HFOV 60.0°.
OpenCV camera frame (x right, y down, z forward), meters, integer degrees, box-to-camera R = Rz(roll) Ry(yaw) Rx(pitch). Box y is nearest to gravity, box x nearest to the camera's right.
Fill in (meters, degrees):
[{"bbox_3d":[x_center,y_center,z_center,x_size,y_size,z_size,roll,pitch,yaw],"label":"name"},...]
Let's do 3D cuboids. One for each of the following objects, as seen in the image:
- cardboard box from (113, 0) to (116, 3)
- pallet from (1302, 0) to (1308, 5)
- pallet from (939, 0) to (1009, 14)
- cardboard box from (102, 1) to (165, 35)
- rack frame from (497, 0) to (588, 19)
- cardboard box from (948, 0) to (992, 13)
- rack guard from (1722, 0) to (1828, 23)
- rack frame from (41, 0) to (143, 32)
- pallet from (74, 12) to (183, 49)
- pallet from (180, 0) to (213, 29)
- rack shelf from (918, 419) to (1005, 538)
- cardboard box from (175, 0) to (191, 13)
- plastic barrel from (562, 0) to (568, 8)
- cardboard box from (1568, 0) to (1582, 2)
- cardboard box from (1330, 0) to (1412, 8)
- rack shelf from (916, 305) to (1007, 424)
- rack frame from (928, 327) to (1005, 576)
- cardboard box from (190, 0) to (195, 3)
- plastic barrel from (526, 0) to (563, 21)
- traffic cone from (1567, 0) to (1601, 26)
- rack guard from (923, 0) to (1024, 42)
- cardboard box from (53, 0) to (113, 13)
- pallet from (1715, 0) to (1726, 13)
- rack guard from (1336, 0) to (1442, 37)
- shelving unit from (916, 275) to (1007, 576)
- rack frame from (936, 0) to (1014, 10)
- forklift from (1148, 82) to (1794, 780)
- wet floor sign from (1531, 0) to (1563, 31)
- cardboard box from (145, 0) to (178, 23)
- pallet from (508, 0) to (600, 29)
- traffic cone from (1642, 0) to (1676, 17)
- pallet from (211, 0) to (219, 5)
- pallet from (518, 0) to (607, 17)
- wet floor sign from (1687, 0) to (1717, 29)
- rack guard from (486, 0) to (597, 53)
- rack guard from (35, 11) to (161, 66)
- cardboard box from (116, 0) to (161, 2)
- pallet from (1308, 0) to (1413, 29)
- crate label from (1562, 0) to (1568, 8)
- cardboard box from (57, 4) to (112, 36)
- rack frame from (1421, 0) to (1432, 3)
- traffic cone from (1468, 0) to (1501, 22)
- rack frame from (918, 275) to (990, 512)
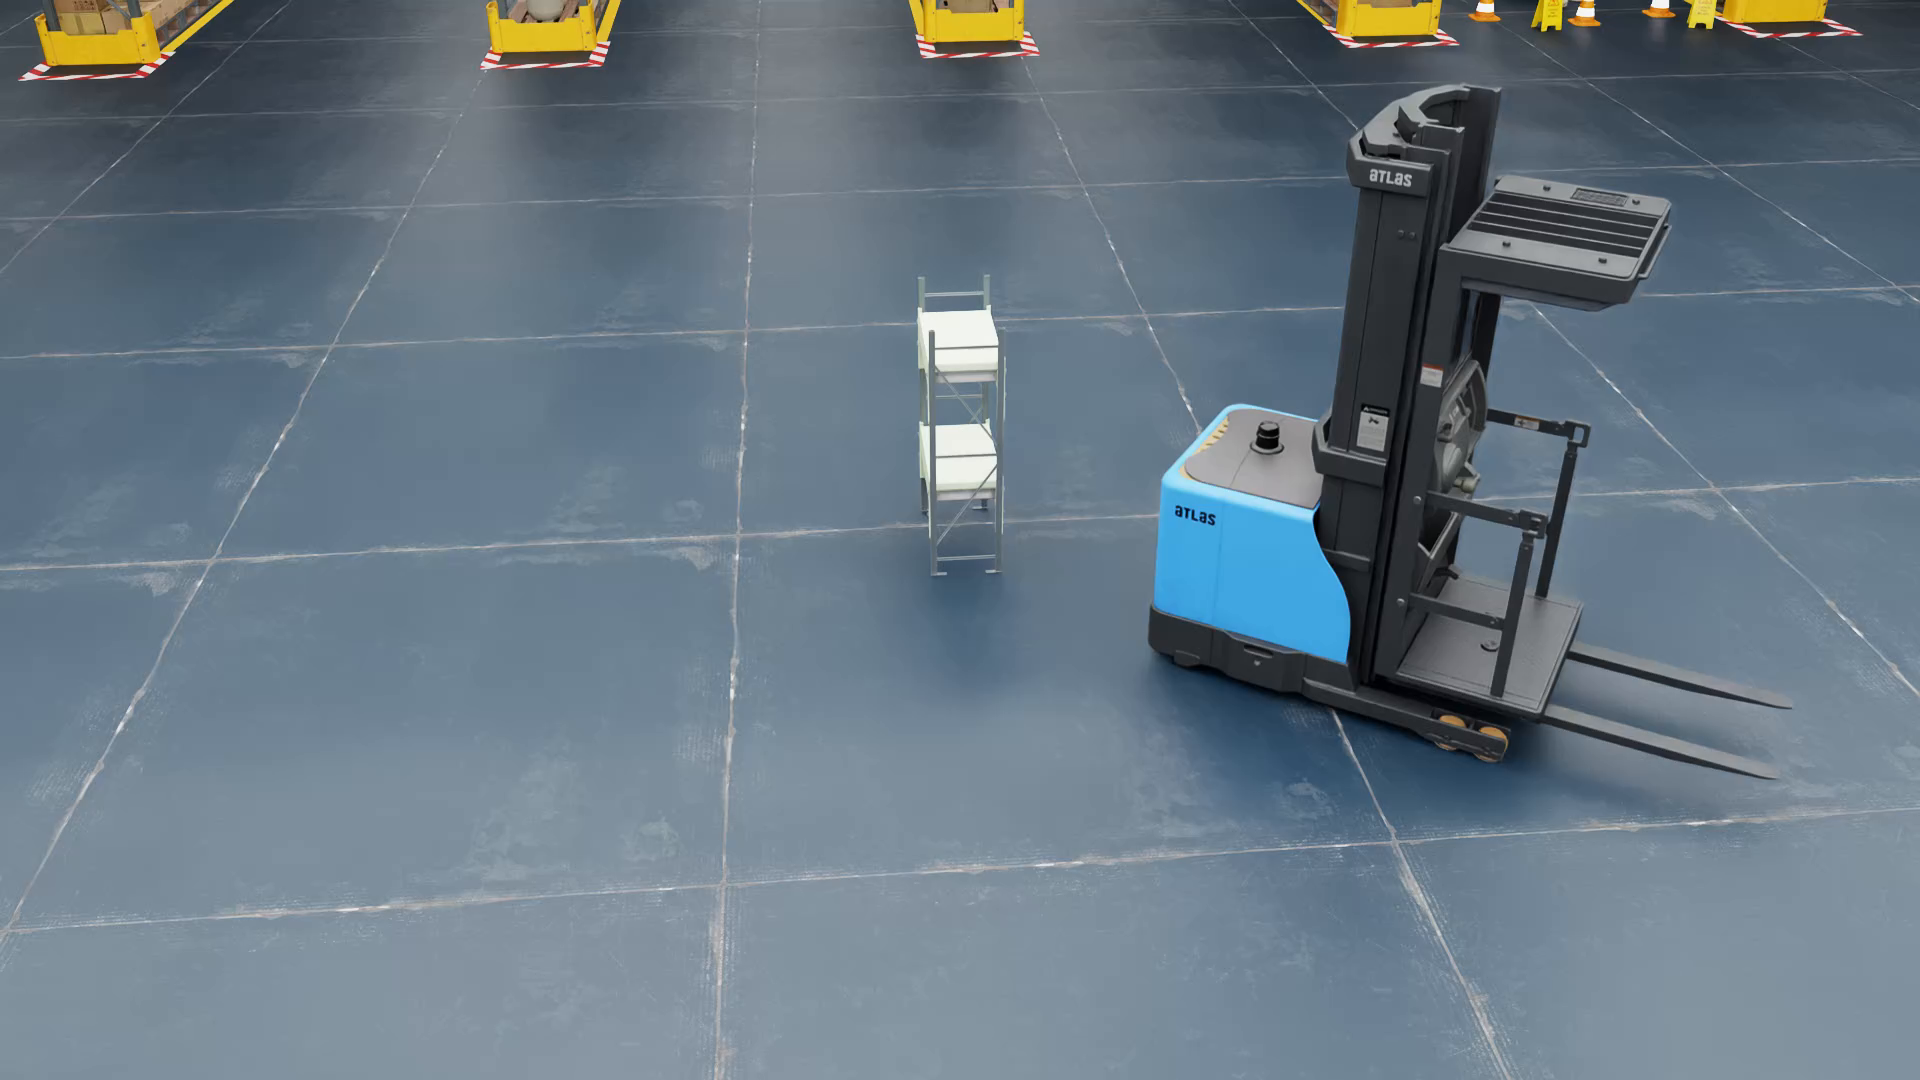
[{"bbox_3d":[-10.101,-6.250,19.561,0.500,0.250,0.500,-3,31,-5],"label":"cardboard box"},{"bbox_3d":[4.849,-7.224,21.638,1.003,0.211,1.213,-3,31,-5],"label":"pallet"},{"bbox_3d":[0.117,-6.467,20.371,1.003,0.211,1.213,-3,31,-5],"label":"pallet"},{"bbox_3d":[-9.527,-6.021,19.176,0.500,0.250,0.500,-3,31,-5],"label":"cardboard box"},{"bbox_3d":[-4.766,-6.972,18.497,1.000,3.000,0.127,-3,31,-5],"label":"rack frame"},{"bbox_3d":[0.123,-6.636,19.962,0.500,0.500,0.500,3,31,5],"label":"cardboard box"},{"bbox_3d":[10.025,-6.649,20.395,1.175,0.500,0.348,-3,31,-5],"label":"rack guard"},{"bbox_3d":[-9.698,-6.736,18.103,1.000,3.000,0.127,-3,31,-5],"label":"rack frame"},{"bbox_3d":[-9.812,-5.928,19.468,1.003,0.211,1.213,-3,31,-5],"label":"pallet"},{"bbox_3d":[-9.922,-6.549,20.508,1.003,0.211,1.213,-3,31,-5],"label":"pallet"},{"bbox_3d":[0.001,-0.361,9.527,0.431,0.370,0.720,-3,31,-5],"label":"rack shelf"},{"bbox_3d":[-9.624,-6.531,20.031,0.500,0.250,0.500,-3,31,-5],"label":"cardboard box"},{"bbox_3d":[-4.951,-6.672,20.012,0.421,0.512,0.421,0,31,0],"label":"plastic barrel"},{"bbox_3d":[7.898,-7.032,21.378,0.380,0.149,0.250,13,33,21],"label":"cardboard box"},{"bbox_3d":[4.984,-7.006,20.217,0.875,0.875,0.875,-3,31,-4],"label":"cardboard box"},{"bbox_3d":[0.001,-0.976,9.160,0.431,0.370,0.720,-3,31,-5],"label":"rack shelf"},{"bbox_3d":[0.035,-0.454,9.047,0.400,1.500,0.023,-3,31,-5],"label":"rack frame"},{"bbox_3d":[-9.665,-6.786,20.459,0.500,0.250,0.500,-3,31,-5],"label":"cardboard box"},{"bbox_3d":[-4.904,-6.416,19.583,0.421,0.512,0.421,0,31,0],"label":"plastic barrel"},{"bbox_3d":[7.634,-6.526,20.224,0.336,0.463,0.334,-3,31,-5],"label":"traffic cone"},{"bbox_3d":[0.158,-6.175,19.600,1.175,0.500,0.348,-3,31,-5],"label":"rack guard"},{"bbox_3d":[-10.045,-6.318,18.942,0.500,0.500,0.500,-3,31,-5],"label":"cardboard box"},{"bbox_3d":[9.984,-6.942,21.166,1.003,0.211,1.213,-3,31,-5],"label":"pallet"},{"bbox_3d":[5.115,-6.310,19.826,1.175,0.500,0.348,-3,31,-5],"label":"rack guard"},{"bbox_3d":[0.001,-0.640,9.360,0.431,1.500,0.755,-3,31,-5],"label":"shelving unit"},{"bbox_3d":[0.165,-7.209,18.894,1.000,3.000,0.127,-3,31,-5],"label":"rack frame"},{"bbox_3d":[2.528,-0.506,7.740,3.031,2.935,1.130,16,34,24],"label":"forklift"},{"bbox_3d":[7.087,-6.464,19.943,0.267,0.644,0.232,-8,32,-13],"label":"wet floor sign"},{"bbox_3d":[-9.577,-6.276,19.603,0.500,0.250,0.500,-3,31,-5],"label":"cardboard box"},{"bbox_3d":[-4.891,-6.226,19.968,1.003,0.211,1.213,-3,31,-5],"label":"pallet"},{"bbox_3d":[8.707,-6.752,20.604,0.336,0.463,0.334,-3,31,-5],"label":"traffic cone"},{"bbox_3d":[-10.040,-7.173,21.554,1.003,0.211,1.213,-3,31,-5],"label":"pallet"},{"bbox_3d":[-5.002,-6.848,21.008,1.003,0.211,1.213,-3,31,-5],"label":"pallet"},{"bbox_3d":[8.984,-6.525,20.044,0.267,0.644,0.232,8,32,13],"label":"wet floor sign"},{"bbox_3d":[-4.820,-5.935,19.199,1.175,0.500,0.348,-3,31,-5],"label":"rack guard"},{"bbox_3d":[-9.696,-5.651,18.723,1.175,0.500,0.348,-3,31,-5],"label":"rack guard"},{"bbox_3d":[-9.576,-6.598,19.411,0.500,0.500,0.500,-3,31,-5],"label":"cardboard box"},{"bbox_3d":[4.960,-6.602,20.598,1.003,0.211,1.213,-3,31,-5],"label":"pallet"},{"bbox_3d":[7.499,-6.784,20.974,0.250,0.136,0.298,-20,36,-30],"label":"crate label"},{"bbox_3d":[-10.043,-5.996,19.135,0.500,0.250,0.500,-3,31,-5],"label":"cardboard box"},{"bbox_3d":[5.113,-7.395,19.205,1.000,3.000,0.127,-3,31,-5],"label":"rack frame"},{"bbox_3d":[6.477,-6.645,20.424,0.336,0.463,0.334,-3,31,-5],"label":"traffic cone"},{"bbox_3d":[-0.034,-0.827,9.673,0.400,1.500,0.023,-3,31,-5],"label":"rack frame"}]
